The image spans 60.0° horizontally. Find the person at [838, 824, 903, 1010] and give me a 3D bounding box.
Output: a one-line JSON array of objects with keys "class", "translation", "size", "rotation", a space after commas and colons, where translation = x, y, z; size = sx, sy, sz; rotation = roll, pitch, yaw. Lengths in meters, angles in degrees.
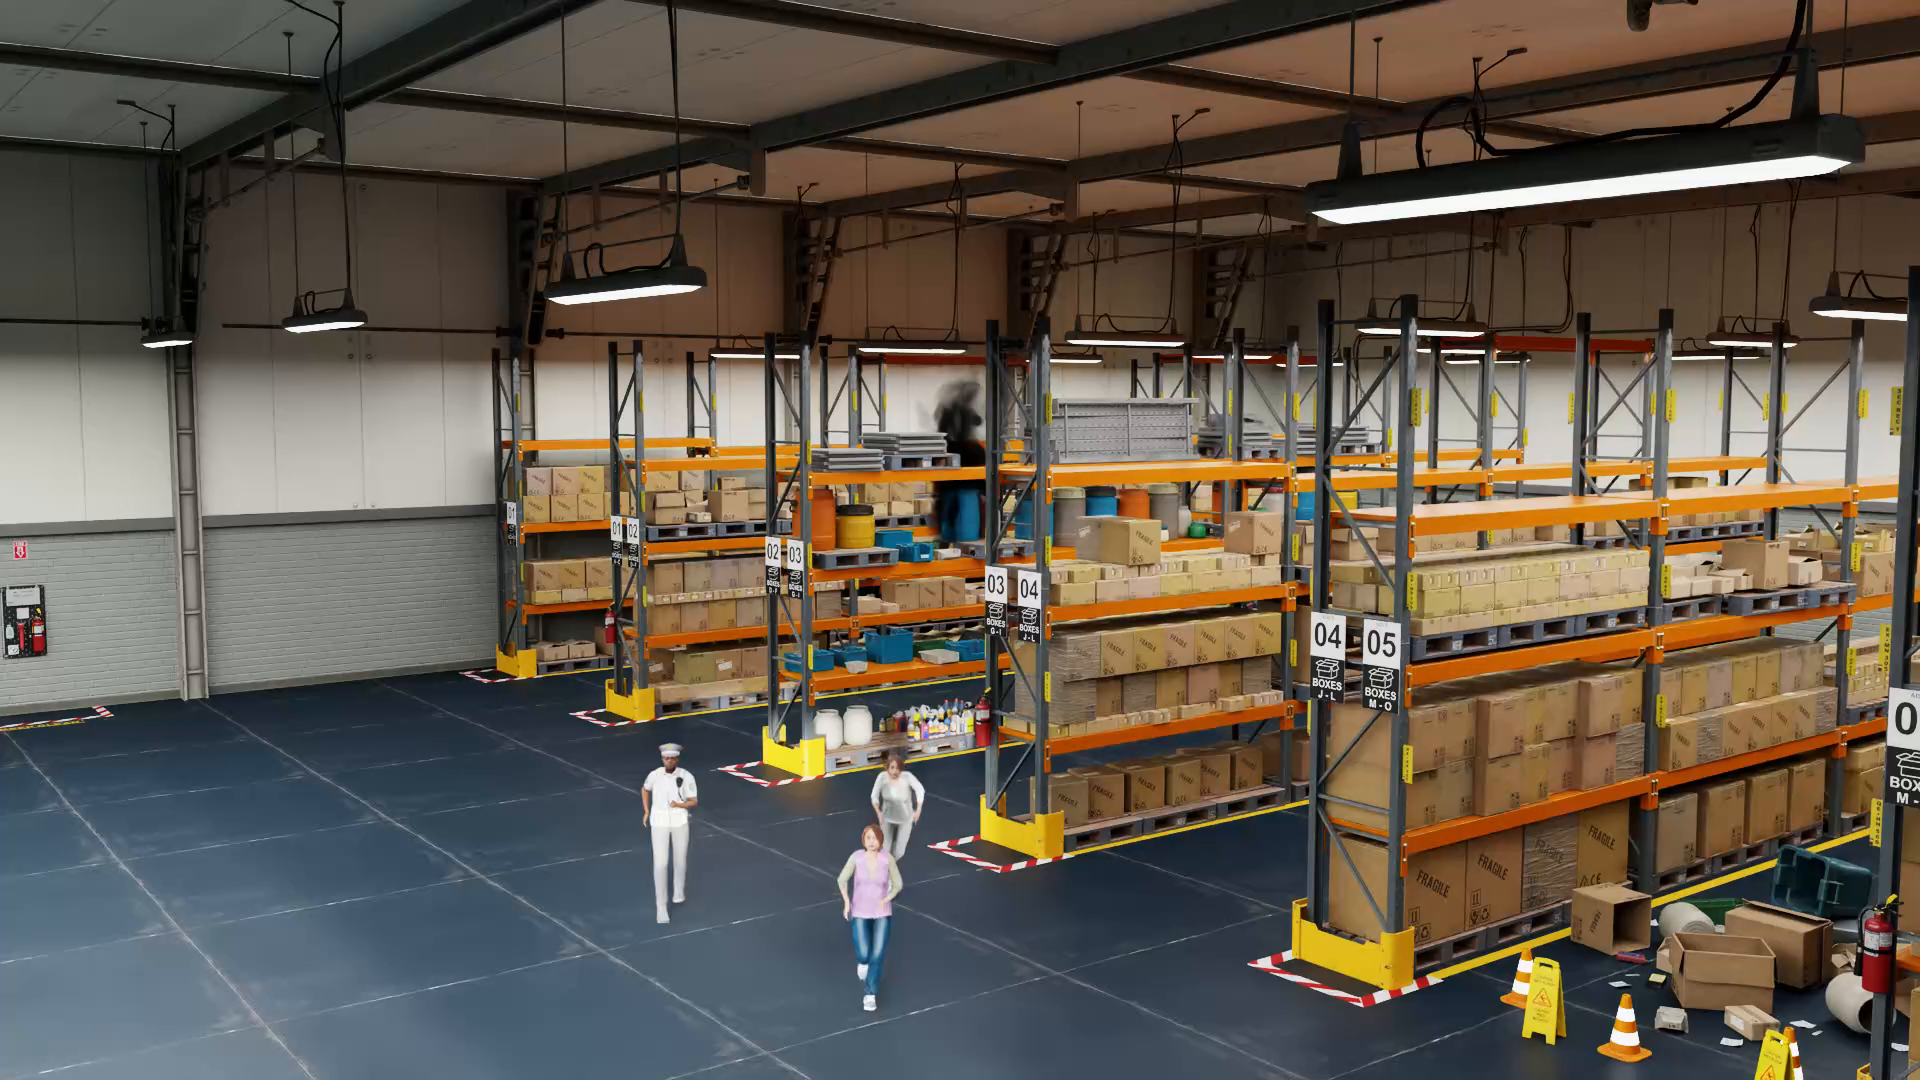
[{"class": "person", "translation": [-0.753, 3.169, 14.051], "size": [0.549, 1.532, 0.551], "rotation": [0, 5, -5]}]

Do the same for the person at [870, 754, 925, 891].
[{"class": "person", "translation": [-0.642, 2.919, 17.266], "size": [0.557, 1.522, 0.802], "rotation": [0, 5, 3]}]

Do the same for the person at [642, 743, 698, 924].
[{"class": "person", "translation": [-2.879, 2.874, 16.523], "size": [0.549, 1.752, 0.762], "rotation": [-1, 5, -10]}]
